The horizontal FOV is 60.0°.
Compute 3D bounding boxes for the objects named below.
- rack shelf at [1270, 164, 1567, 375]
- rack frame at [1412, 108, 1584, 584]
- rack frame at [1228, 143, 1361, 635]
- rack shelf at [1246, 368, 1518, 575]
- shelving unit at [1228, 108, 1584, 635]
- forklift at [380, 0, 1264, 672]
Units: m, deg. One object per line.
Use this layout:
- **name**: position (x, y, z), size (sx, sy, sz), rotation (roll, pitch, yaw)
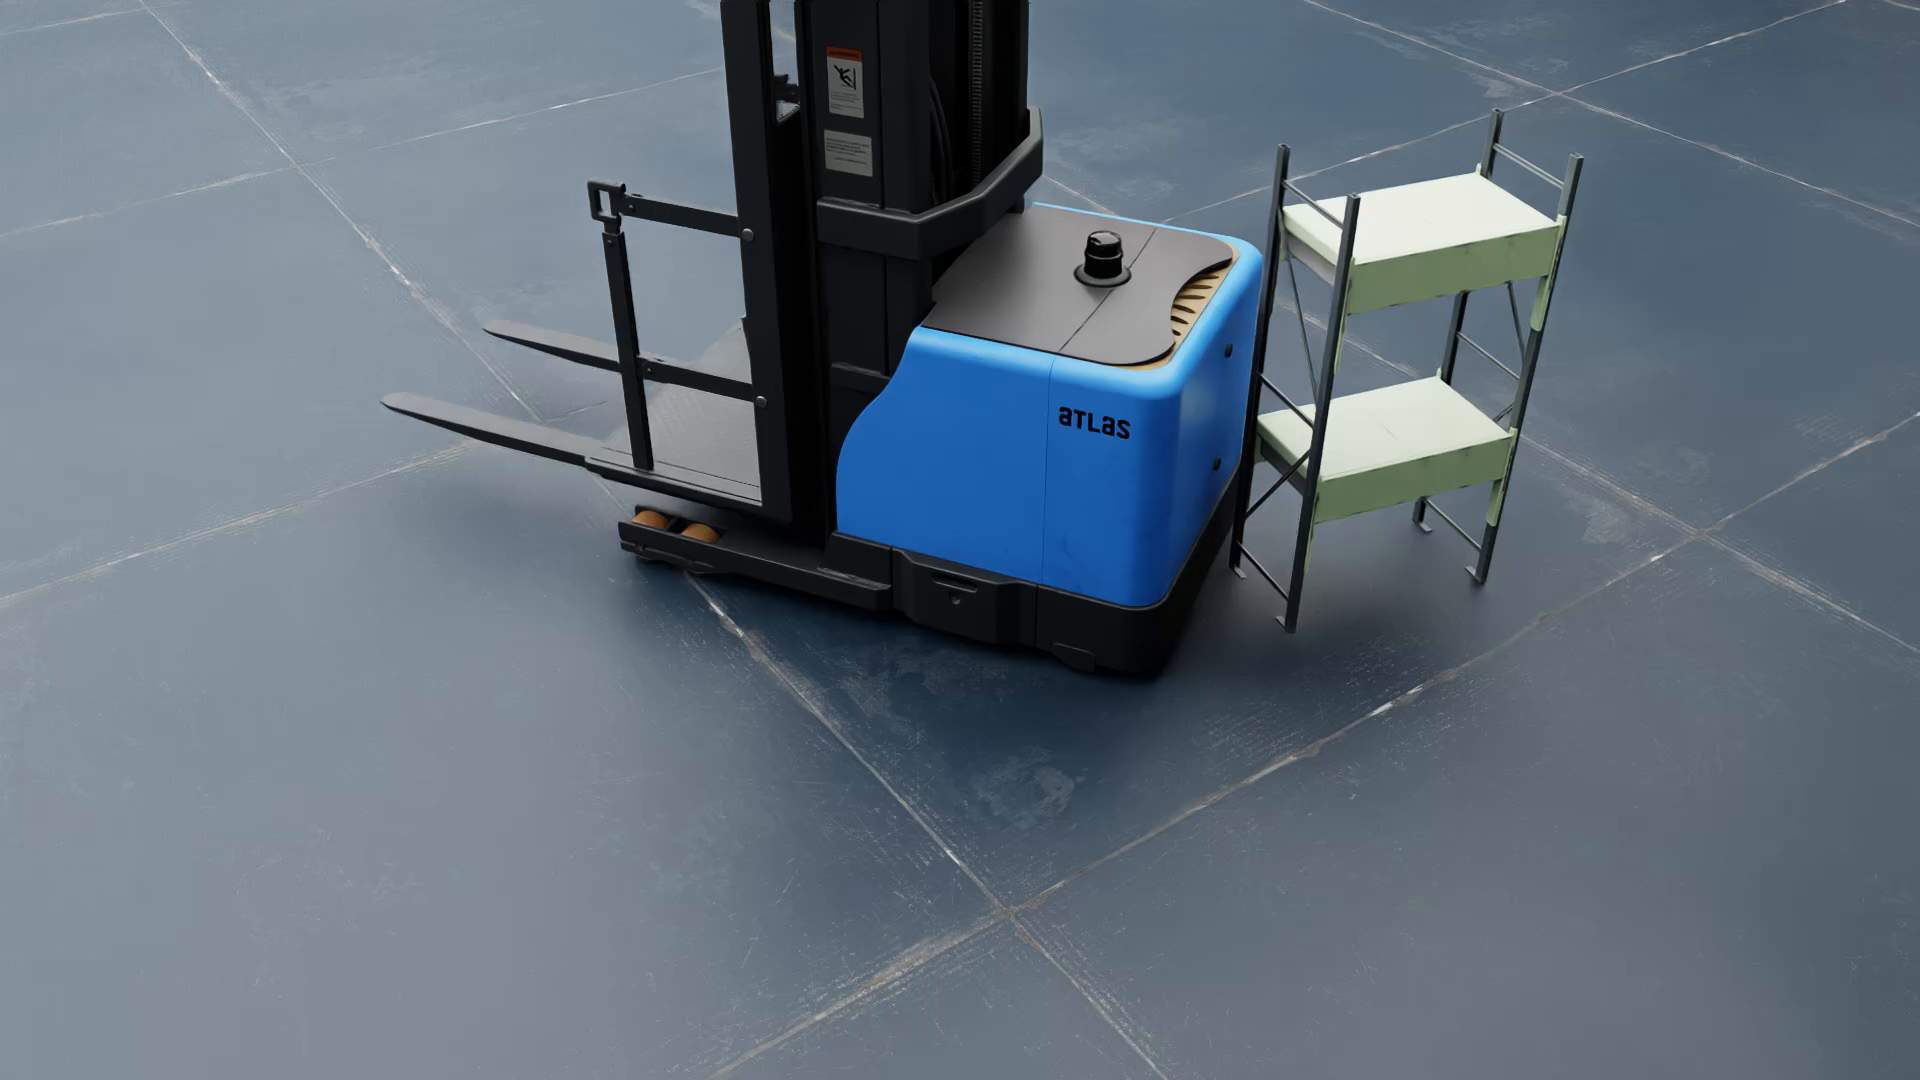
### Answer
- **rack shelf**: position (1.333, -0.812, 4.926), size (0.720, 0.370, 0.431), rotation (-13, 38, -17)
- **rack frame**: position (1.673, -0.574, 5.263), size (0.023, 1.500, 0.400), rotation (-13, 38, -17)
- **rack frame**: position (0.992, -0.416, 5.044), size (0.023, 1.500, 0.400), rotation (-13, 38, -17)
- **rack shelf**: position (1.333, -0.230, 5.344), size (0.720, 0.370, 0.431), rotation (-13, 38, -17)
- **shelving unit**: position (1.333, -0.495, 5.154), size (0.755, 1.500, 0.431), rotation (-13, 38, -17)
- **forklift**: position (-0.599, -1.342, 5.106), size (3.031, 2.935, 1.130), rotation (14, 38, 19)
